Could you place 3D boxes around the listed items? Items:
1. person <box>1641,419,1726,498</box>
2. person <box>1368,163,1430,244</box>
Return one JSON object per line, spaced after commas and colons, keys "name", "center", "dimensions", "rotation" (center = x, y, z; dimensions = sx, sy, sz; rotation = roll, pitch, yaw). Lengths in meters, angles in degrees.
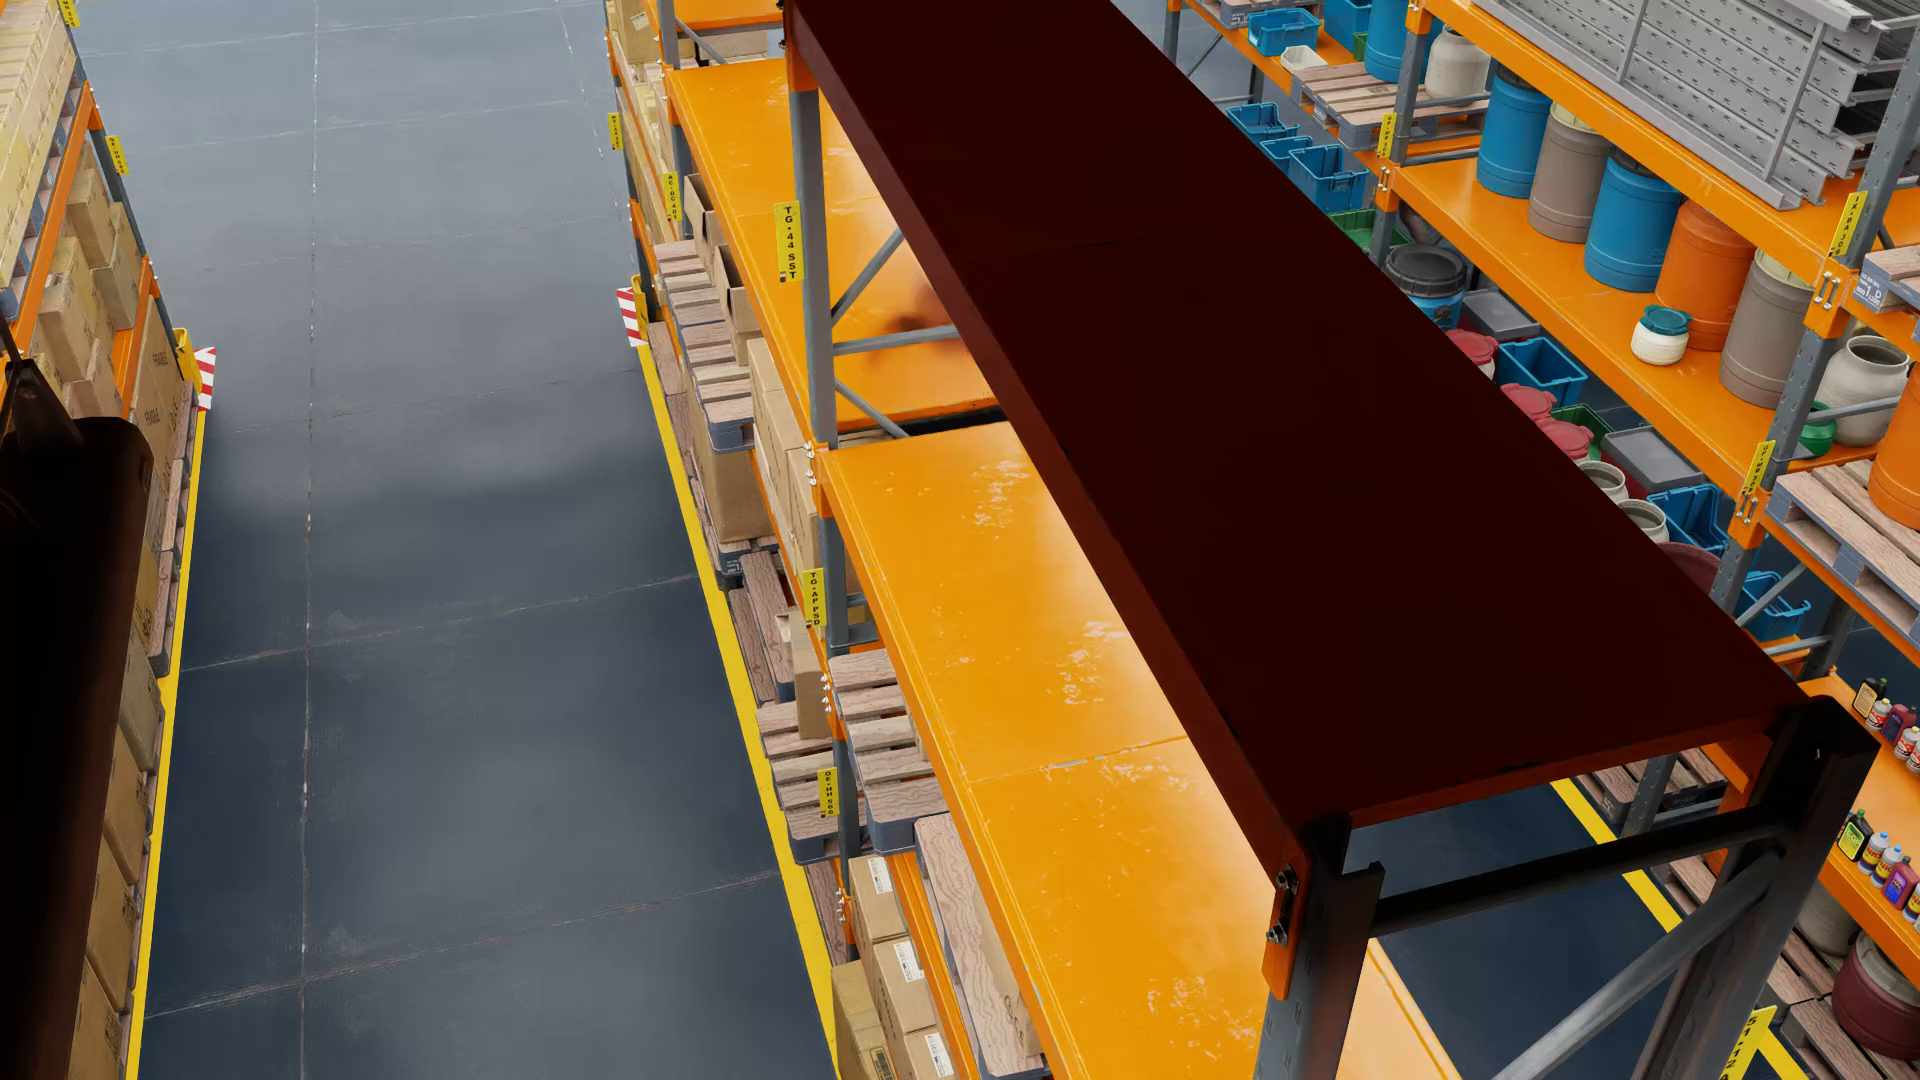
{"name": "person", "center": [5.615, -1.019, 12.743], "dimensions": [0.638, 1.763, 1.046], "rotation": [-10, 39, -12]}
{"name": "person", "center": [4.154, -3.364, 15.648], "dimensions": [0.651, 1.716, 0.957], "rotation": [-27, 46, -30]}
